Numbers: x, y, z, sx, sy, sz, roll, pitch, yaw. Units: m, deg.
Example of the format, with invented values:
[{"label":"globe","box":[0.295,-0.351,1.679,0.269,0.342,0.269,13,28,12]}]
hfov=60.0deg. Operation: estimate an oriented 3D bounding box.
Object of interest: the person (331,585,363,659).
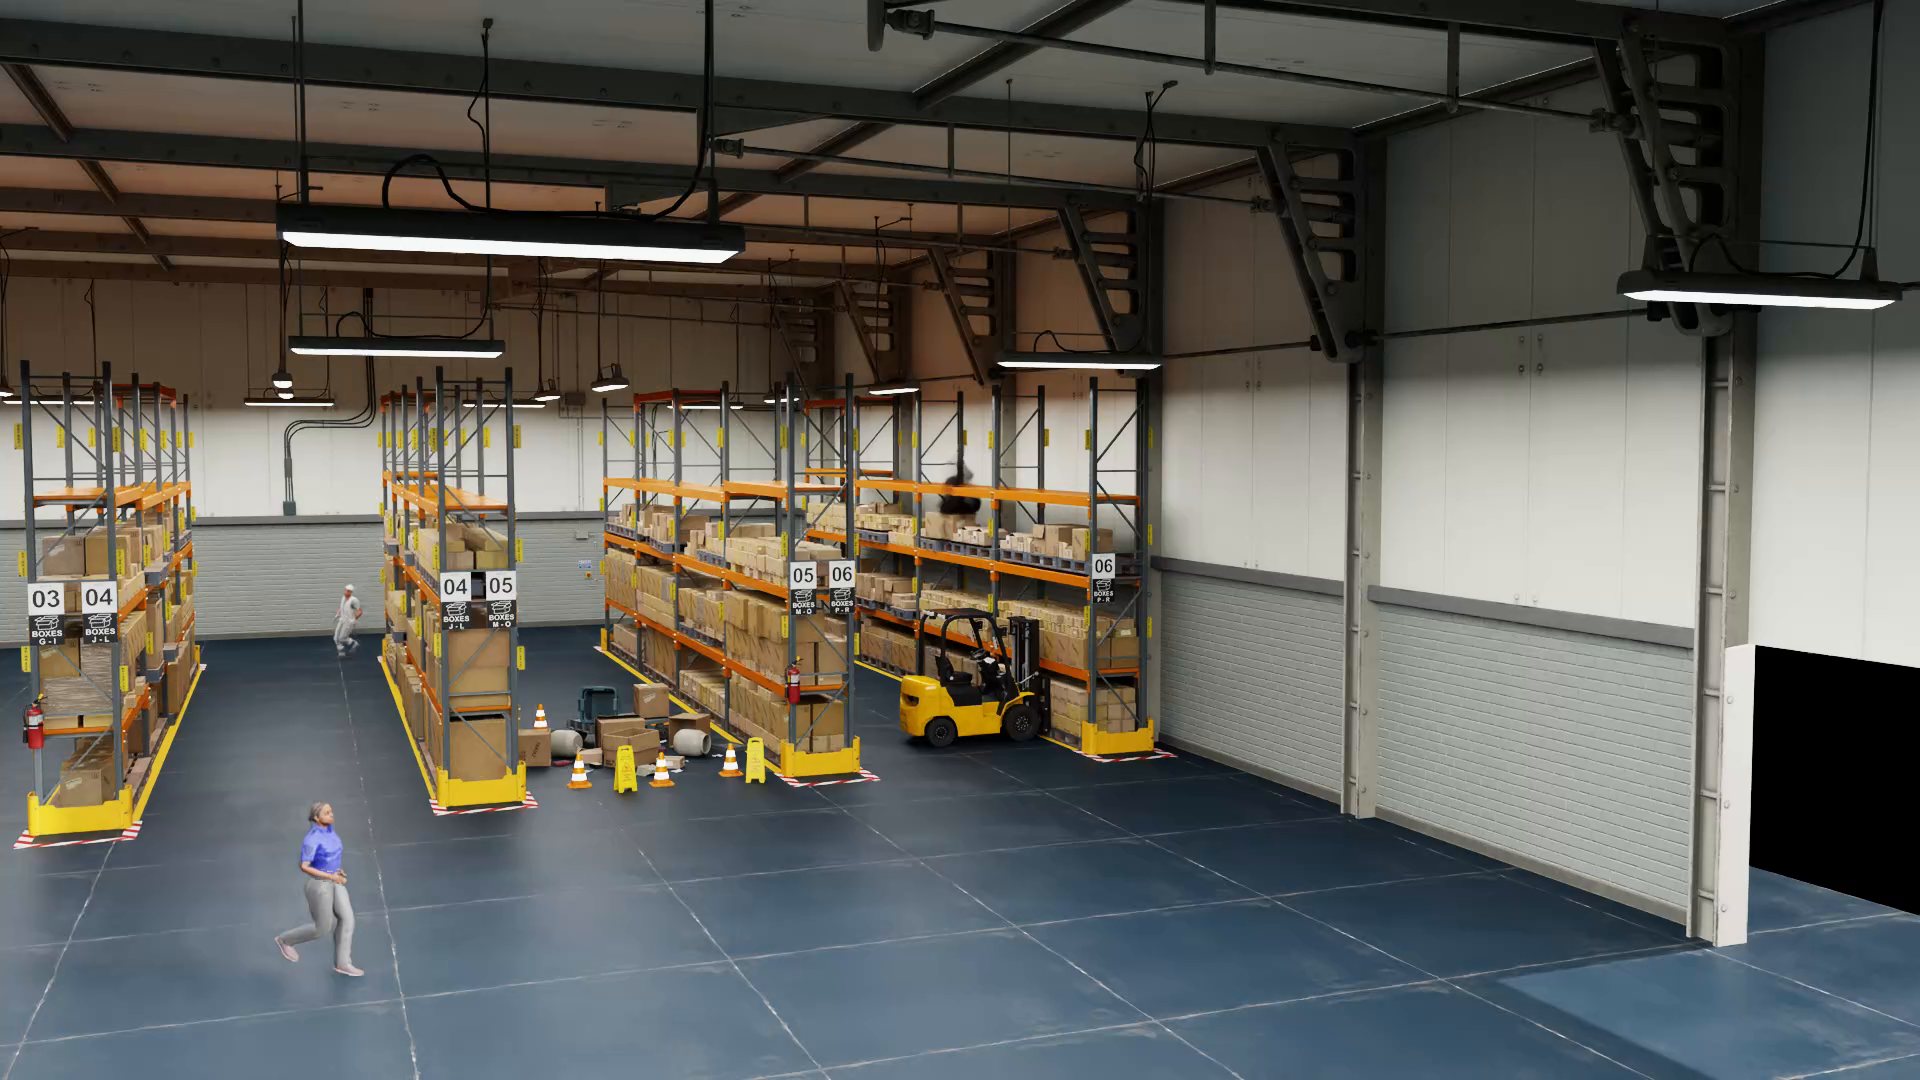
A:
[{"label":"person","box":[-13.934,1.868,37.904,0.704,1.718,0.573,2,4,32]}]

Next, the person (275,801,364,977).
[{"label":"person","box":[-5.989,3.263,15.573,0.827,1.653,0.588,0,3,7]}]
